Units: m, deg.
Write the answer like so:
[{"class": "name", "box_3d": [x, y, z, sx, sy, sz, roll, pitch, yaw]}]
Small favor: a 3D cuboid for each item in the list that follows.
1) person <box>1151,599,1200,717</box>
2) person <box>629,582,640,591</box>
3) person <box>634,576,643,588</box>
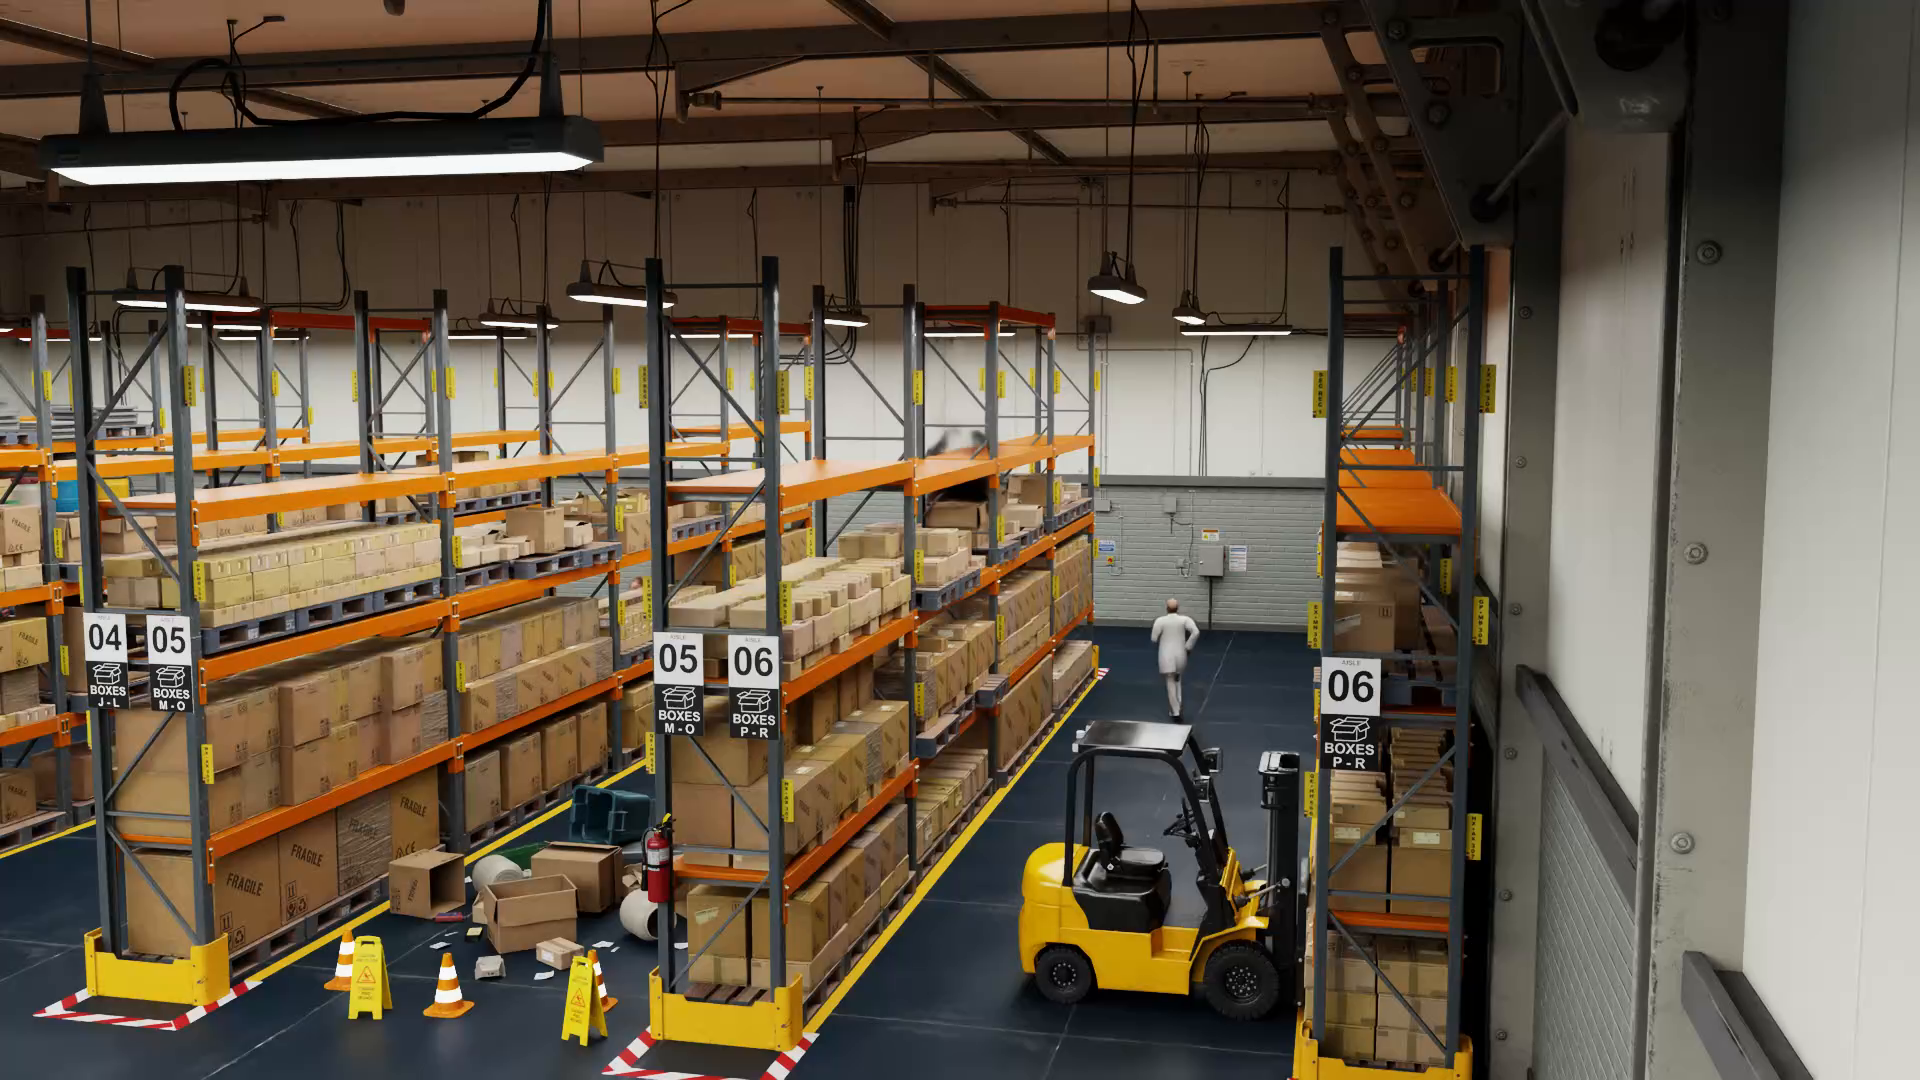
[{"class": "person", "box_3d": [3.177, 1.787, 24.818, 0.681, 1.837, 0.829, -1, 6, -9]}, {"class": "person", "box_3d": [-5.350, 1.535, 27.617, 0.618, 1.718, 0.800, 1, 6, 13]}, {"class": "person", "box_3d": [-5.636, 1.467, 29.214, 0.521, 1.468, 0.564, 1, 6, 7]}]
